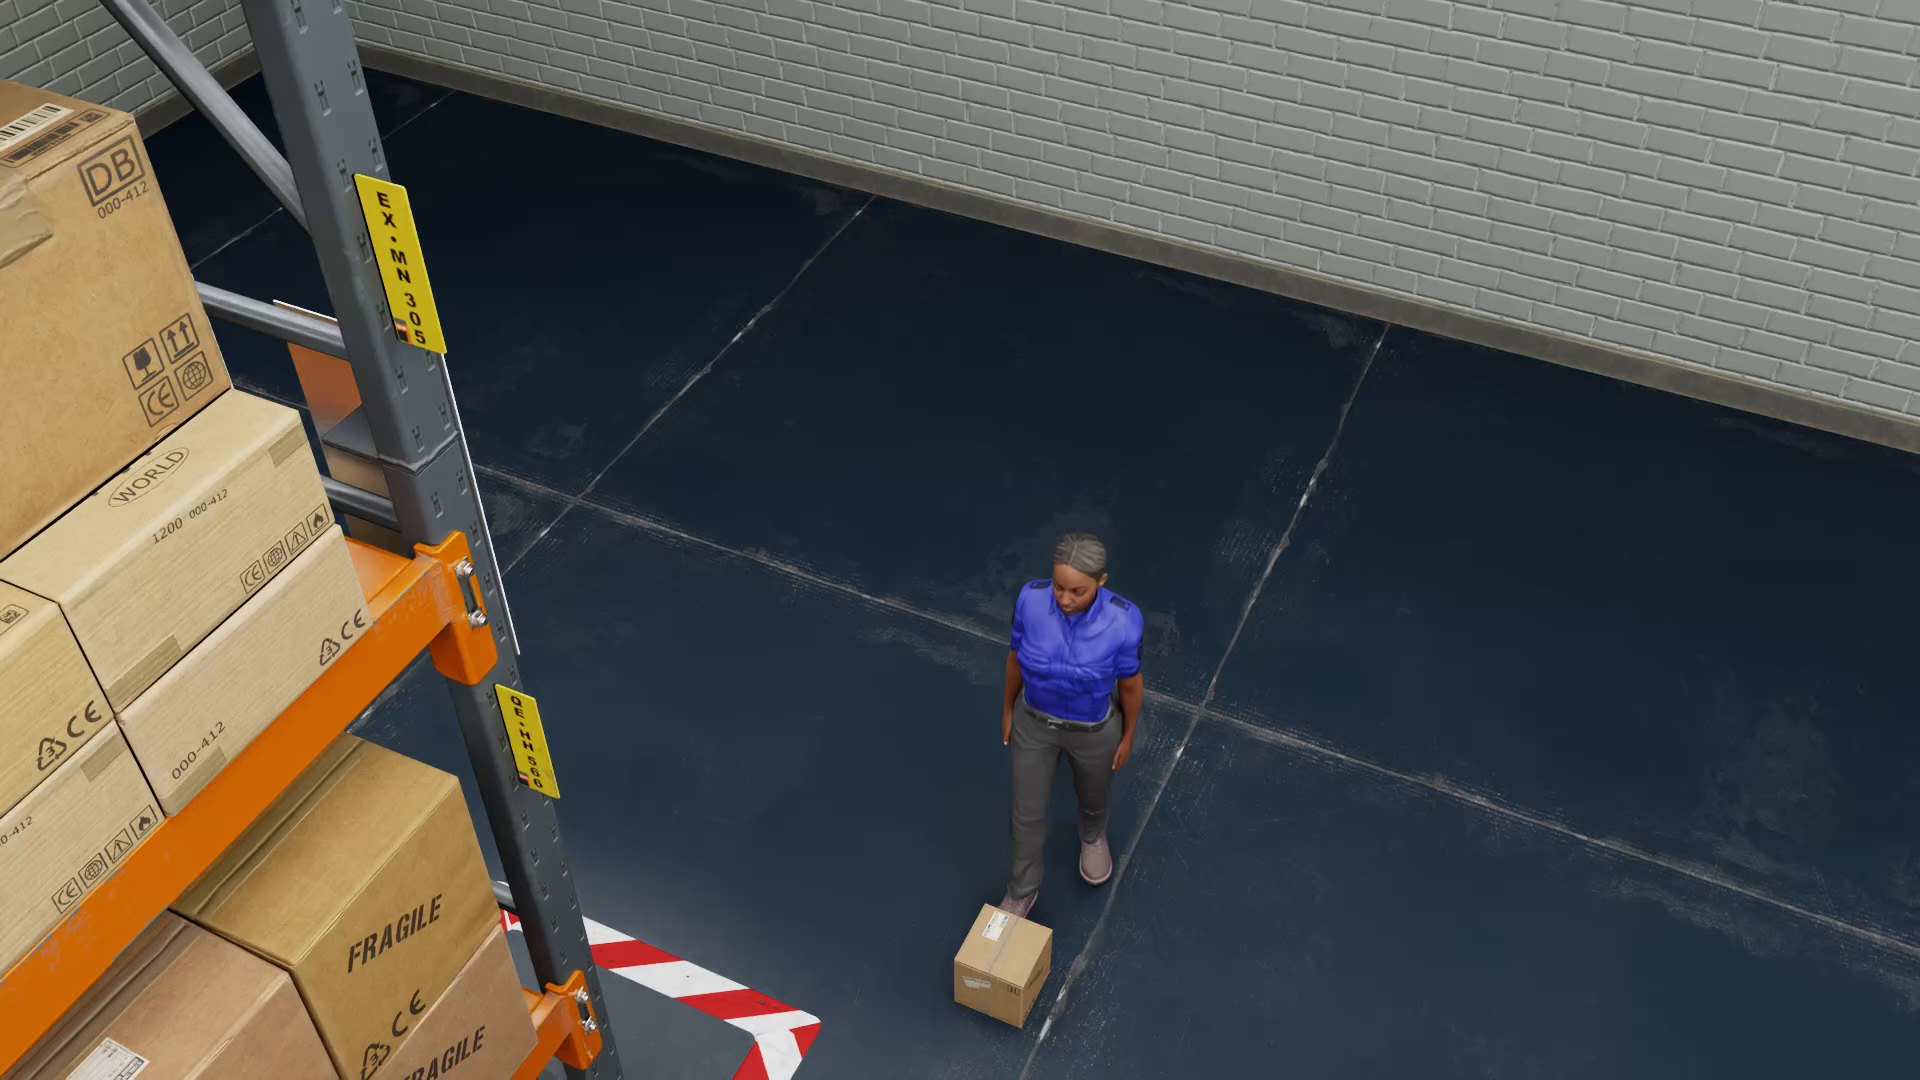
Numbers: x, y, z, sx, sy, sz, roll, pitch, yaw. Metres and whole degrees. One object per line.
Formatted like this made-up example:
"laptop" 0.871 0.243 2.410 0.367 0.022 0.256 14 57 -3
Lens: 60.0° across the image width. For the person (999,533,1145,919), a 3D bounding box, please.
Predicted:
"person" 0.343 0.641 5.446 0.457 1.656 0.646 12 44 13
